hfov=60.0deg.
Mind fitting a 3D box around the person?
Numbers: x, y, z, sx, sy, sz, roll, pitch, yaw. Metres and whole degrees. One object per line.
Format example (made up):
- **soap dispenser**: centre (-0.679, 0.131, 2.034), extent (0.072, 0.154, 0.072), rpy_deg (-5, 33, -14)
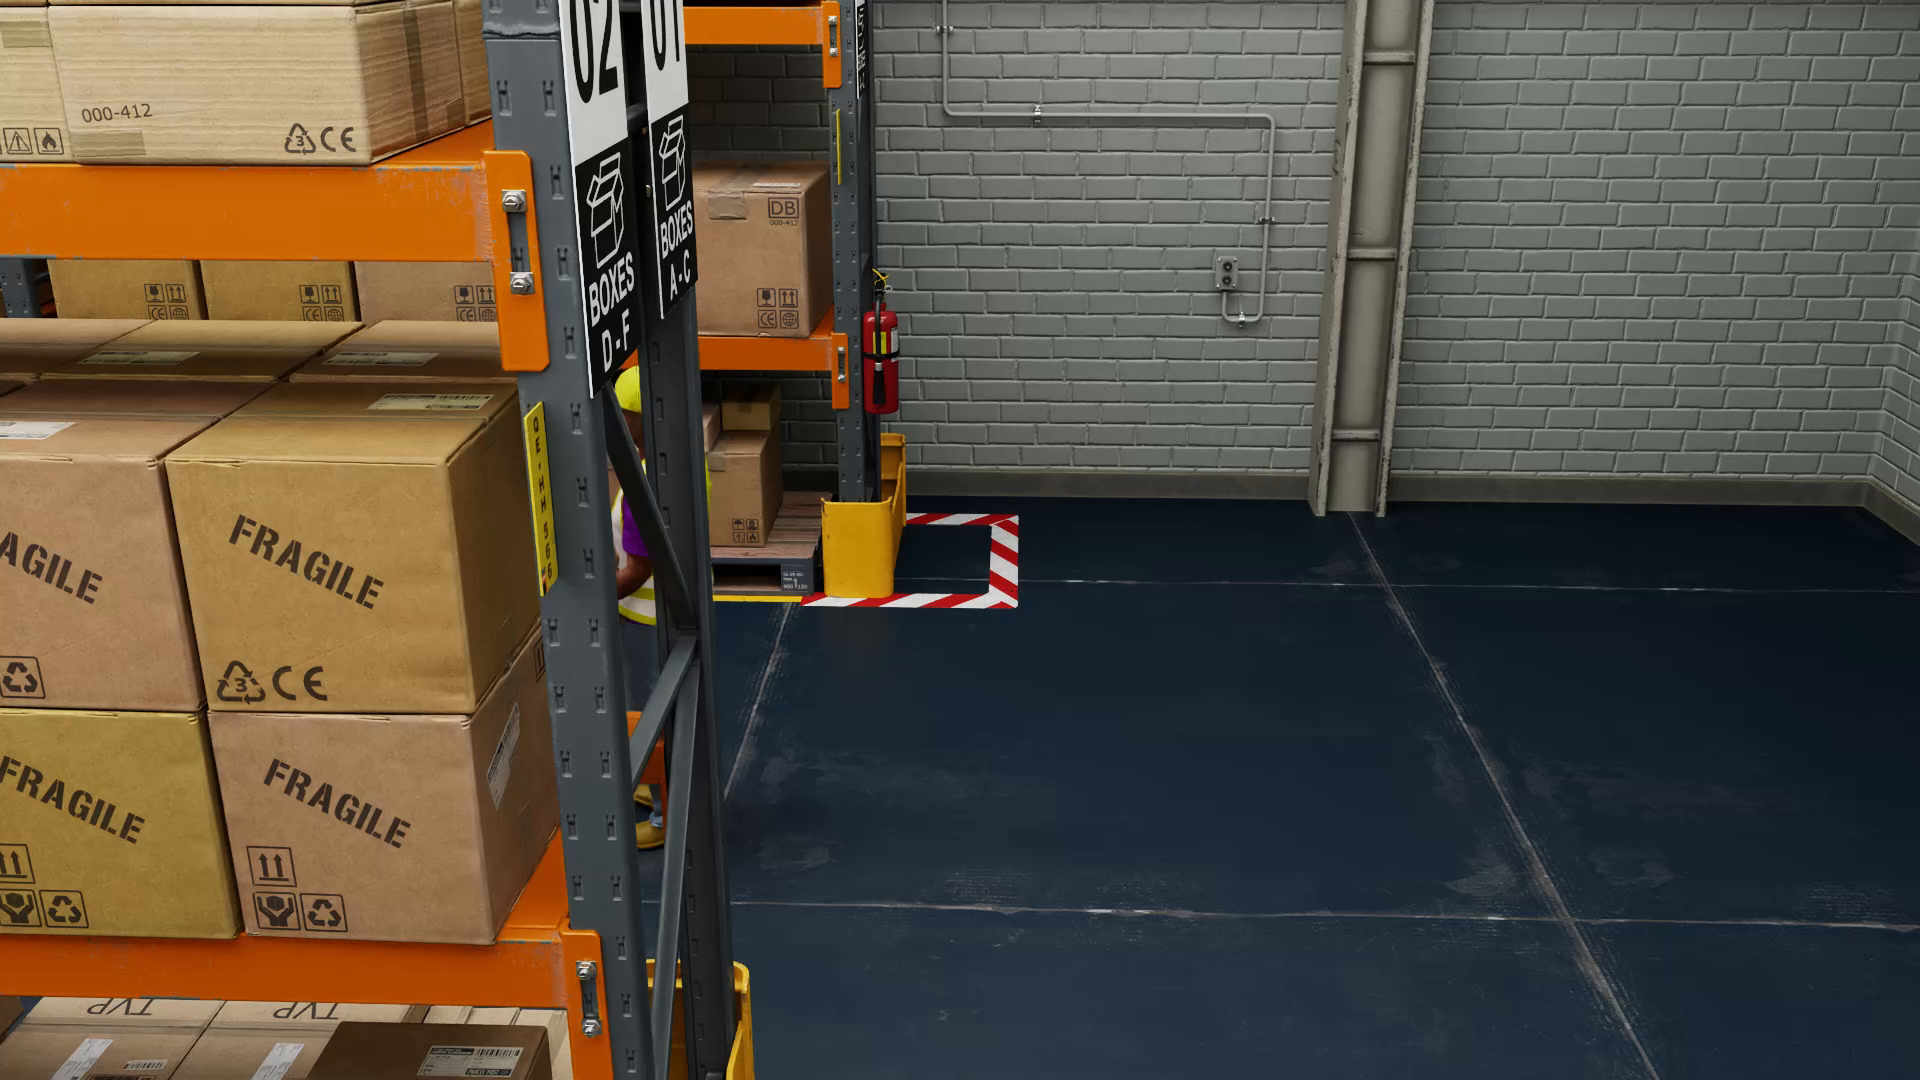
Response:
- **person**: centre (-1.130, 0.241, 5.905), extent (0.520, 1.769, 0.558), rpy_deg (0, 21, 1)
